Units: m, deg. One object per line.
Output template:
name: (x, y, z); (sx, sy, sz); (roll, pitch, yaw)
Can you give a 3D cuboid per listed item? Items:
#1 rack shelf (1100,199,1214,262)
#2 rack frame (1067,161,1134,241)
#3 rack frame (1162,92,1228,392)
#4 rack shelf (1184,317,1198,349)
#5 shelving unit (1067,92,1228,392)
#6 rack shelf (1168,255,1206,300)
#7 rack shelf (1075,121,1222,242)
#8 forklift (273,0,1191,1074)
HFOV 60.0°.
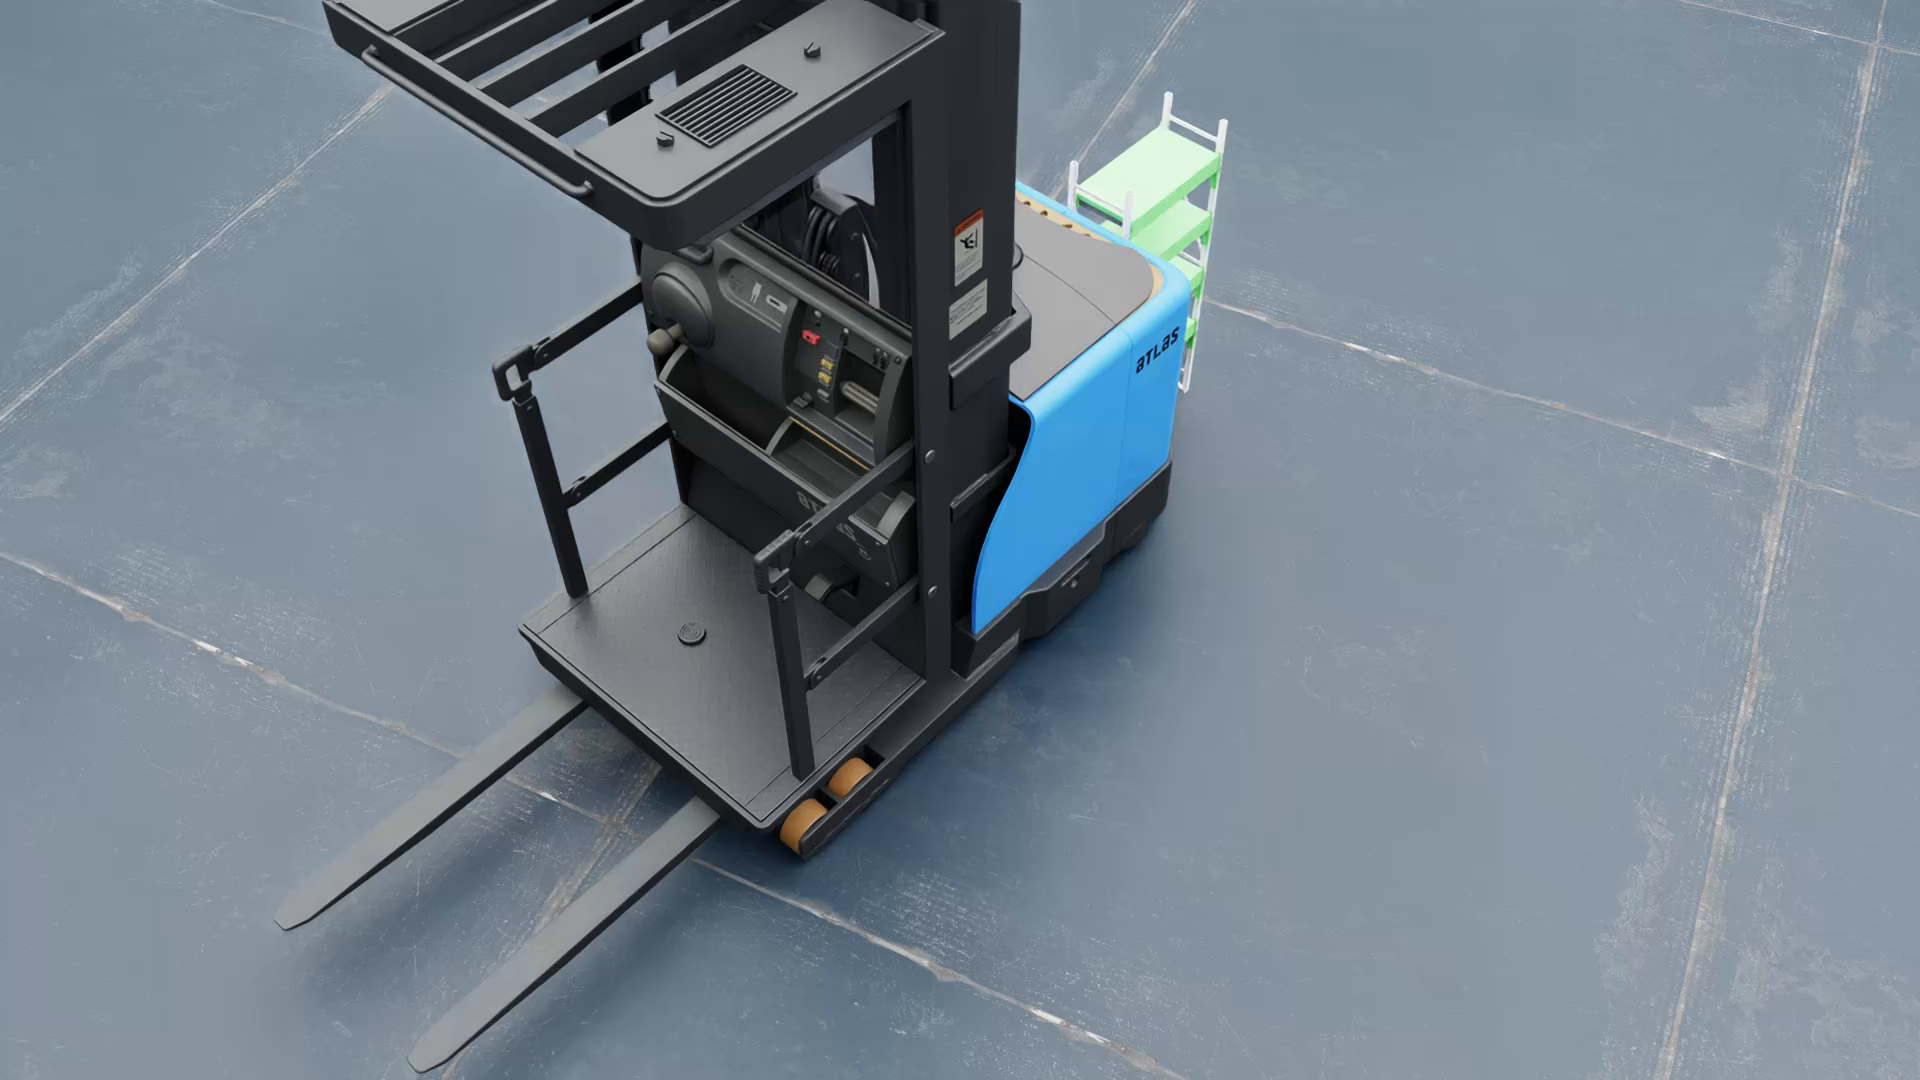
rack shelf: (0.599, -0.982, 5.567); (0.258, 0.148, 0.480); (34, 58, 26)
rack frame: (0.437, -0.729, 5.583); (0.240, 1.200, 0.015); (34, 58, 26)
rack frame: (0.761, -1.007, 5.819); (0.240, 1.200, 0.015); (34, 58, 26)
rack shelf: (0.599, -0.671, 5.932); (0.258, 0.148, 0.480); (34, 58, 26)
shelving unit: (0.599, -0.868, 5.701); (0.258, 1.200, 0.503); (34, 58, 26)
rack shelf: (0.599, -0.827, 5.750); (0.258, 0.148, 0.480); (34, 58, 26)
rack shelf: (0.599, -1.138, 5.384); (0.258, 0.148, 0.480); (34, 58, 26)
forklift: (-0.636, -0.458, 4.216); (1.130, 2.935, 3.031); (34, 58, 26)
